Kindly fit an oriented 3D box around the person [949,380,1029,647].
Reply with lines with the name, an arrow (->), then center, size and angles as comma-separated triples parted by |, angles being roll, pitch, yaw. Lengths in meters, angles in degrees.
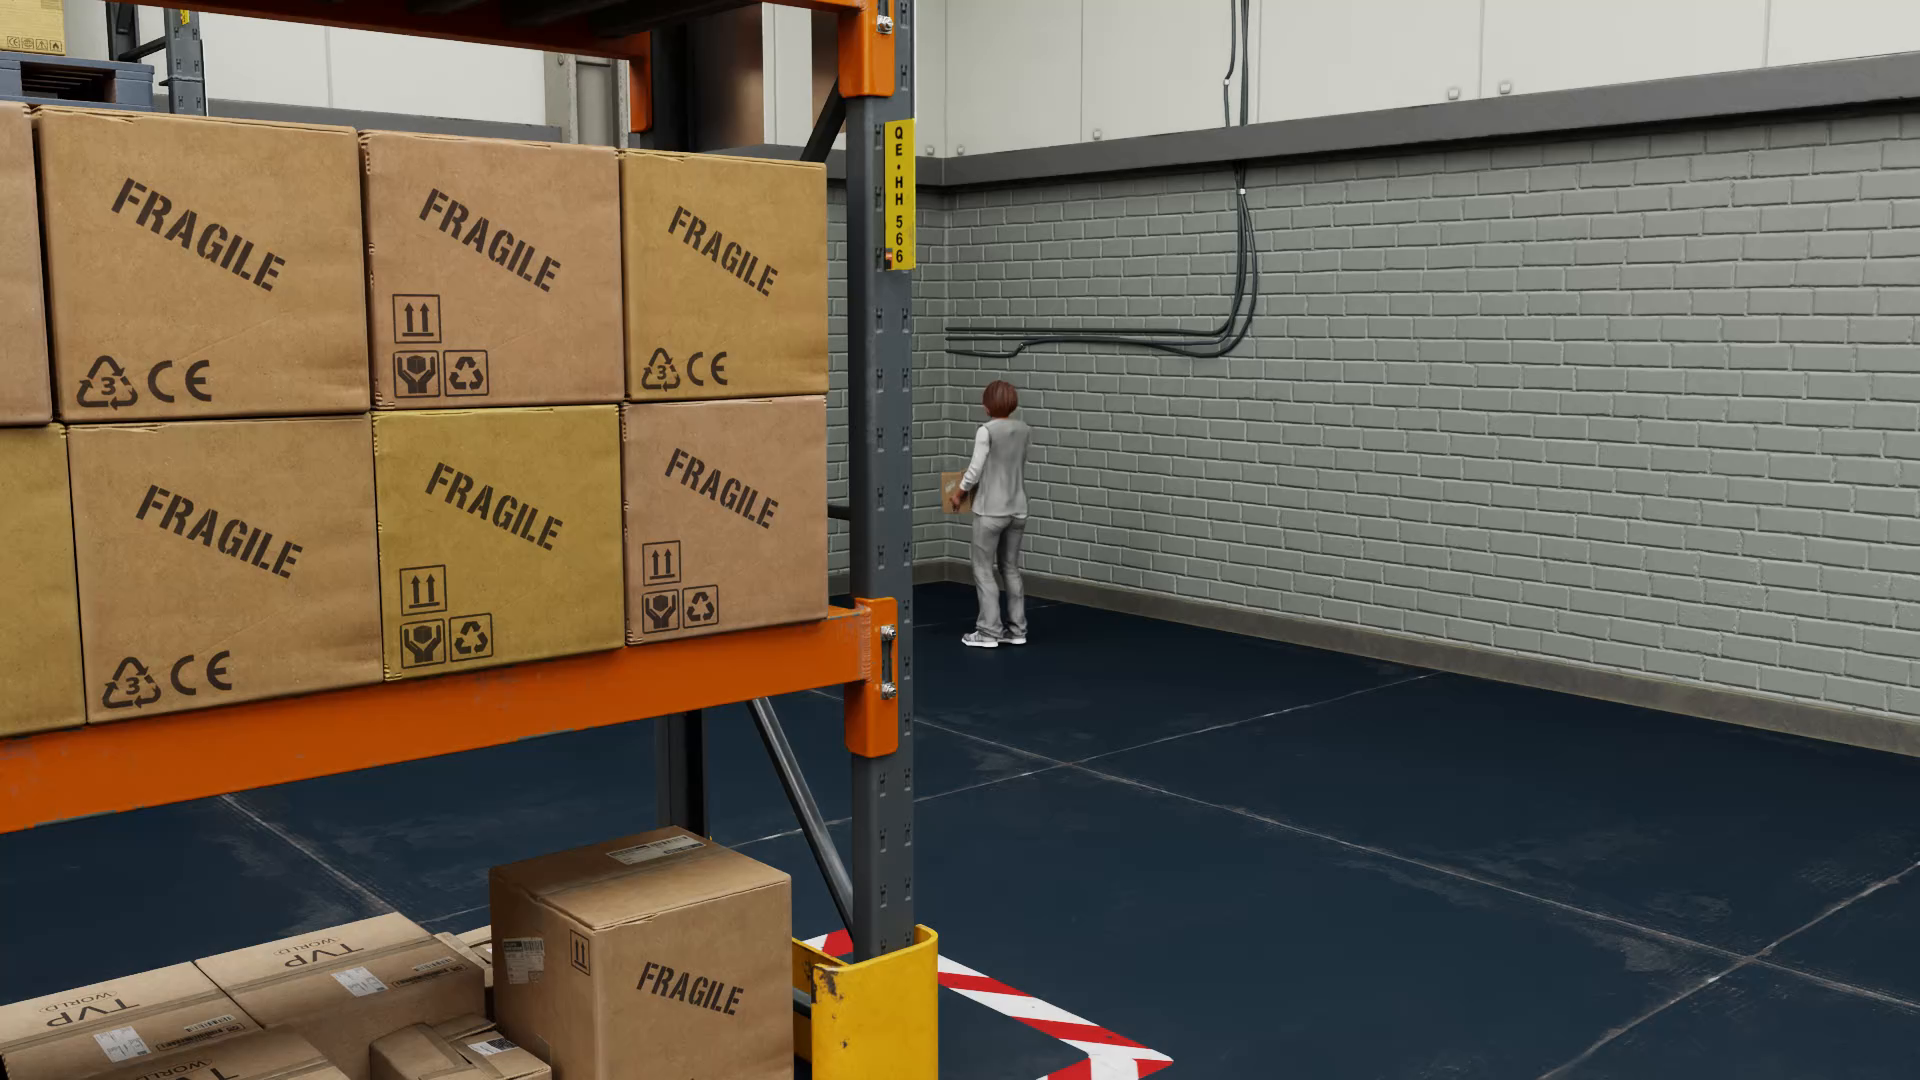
person -> 0.184, -0.152, 9.995 | 0.438, 1.586, 0.470 | -7, 10, -41
